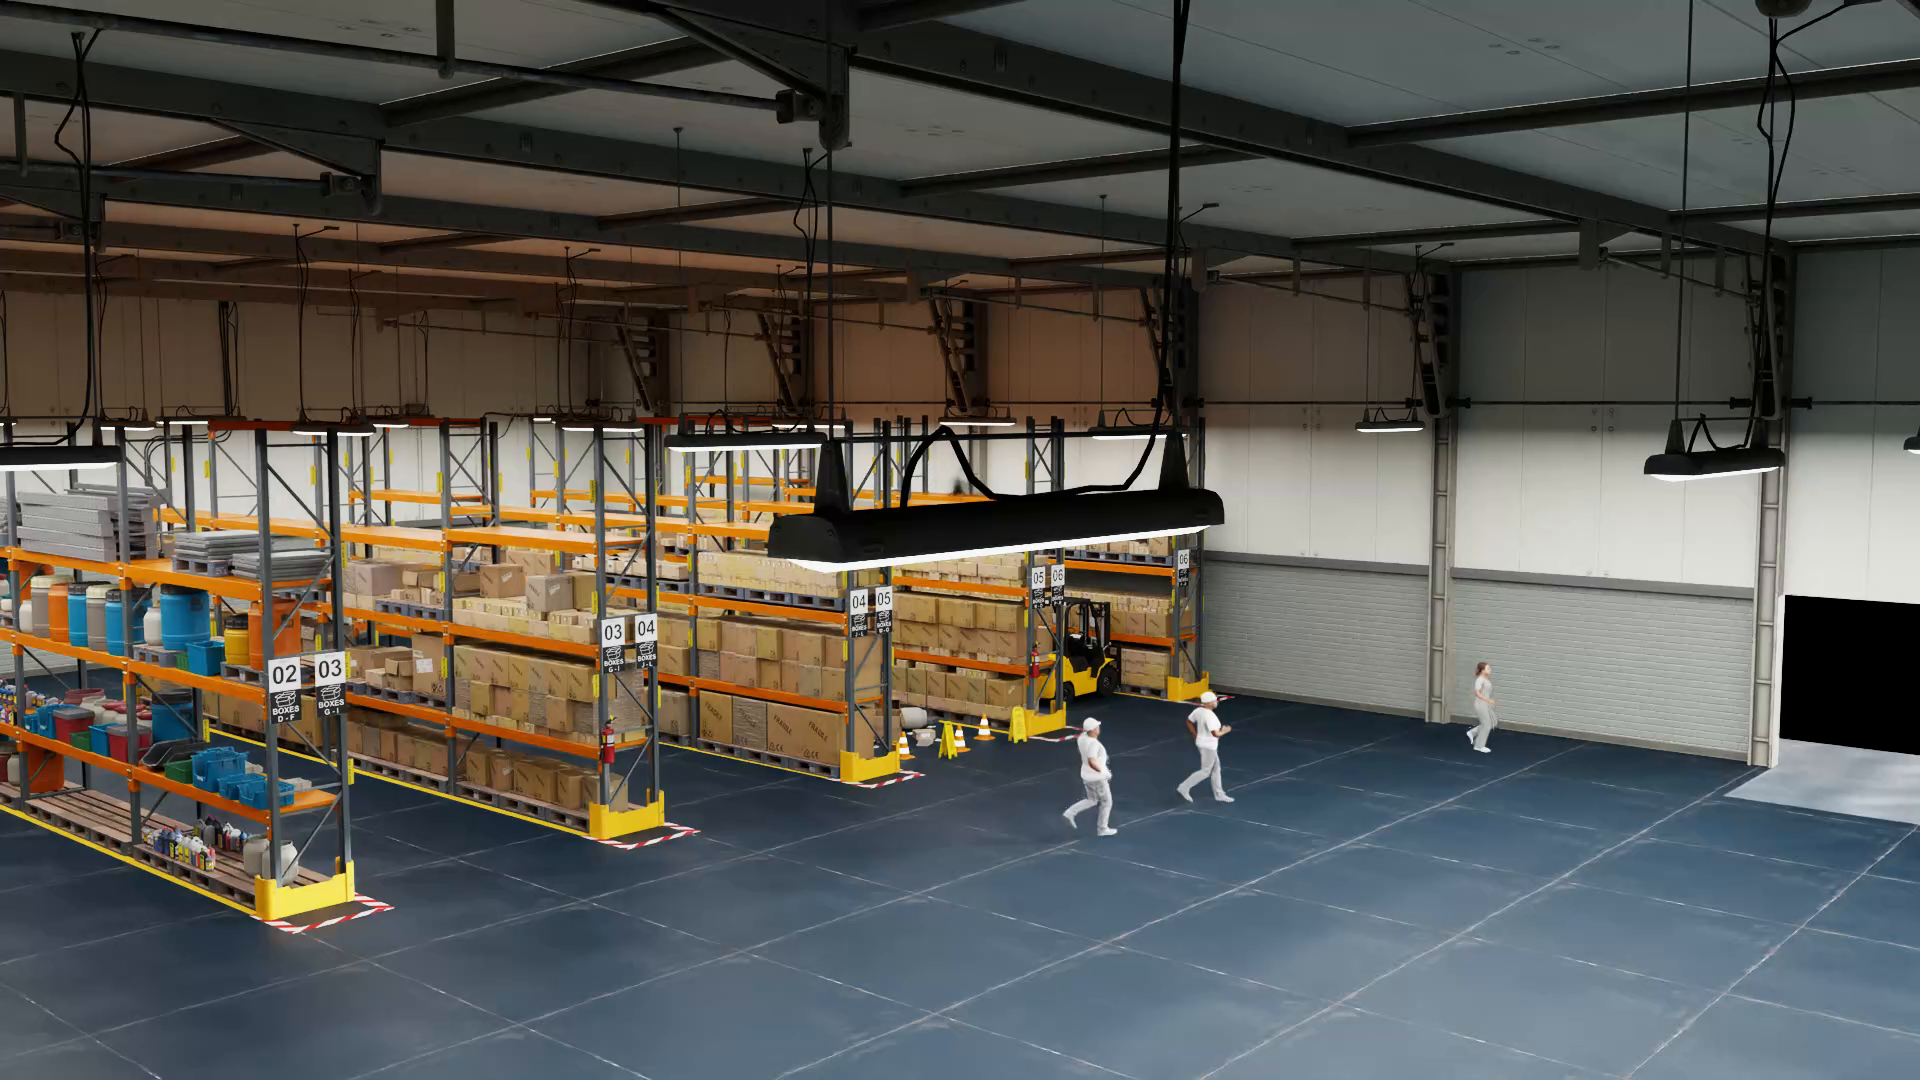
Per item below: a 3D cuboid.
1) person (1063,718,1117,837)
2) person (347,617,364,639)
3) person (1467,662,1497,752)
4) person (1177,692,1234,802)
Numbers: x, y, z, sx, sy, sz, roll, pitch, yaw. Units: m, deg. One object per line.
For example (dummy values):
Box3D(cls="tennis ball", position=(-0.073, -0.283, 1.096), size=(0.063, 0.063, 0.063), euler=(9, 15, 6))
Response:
Box3D(cls="person", position=(1.914, 3.452, 24.176), size=(0.804, 1.748, 0.684), euler=(-2, 5, -18))
Box3D(cls="person", position=(-14.386, 2.182, 39.659), size=(0.715, 1.724, 0.741), euler=(-4, 6, -38))
Box3D(cls="person", position=(9.440, 3.018, 30.082), size=(0.558, 1.634, 0.570), euler=(3, 6, 31))
Box3D(cls="person", position=(3.864, 3.254, 26.086), size=(0.949, 1.757, 0.722), euler=(-1, 5, -7))
